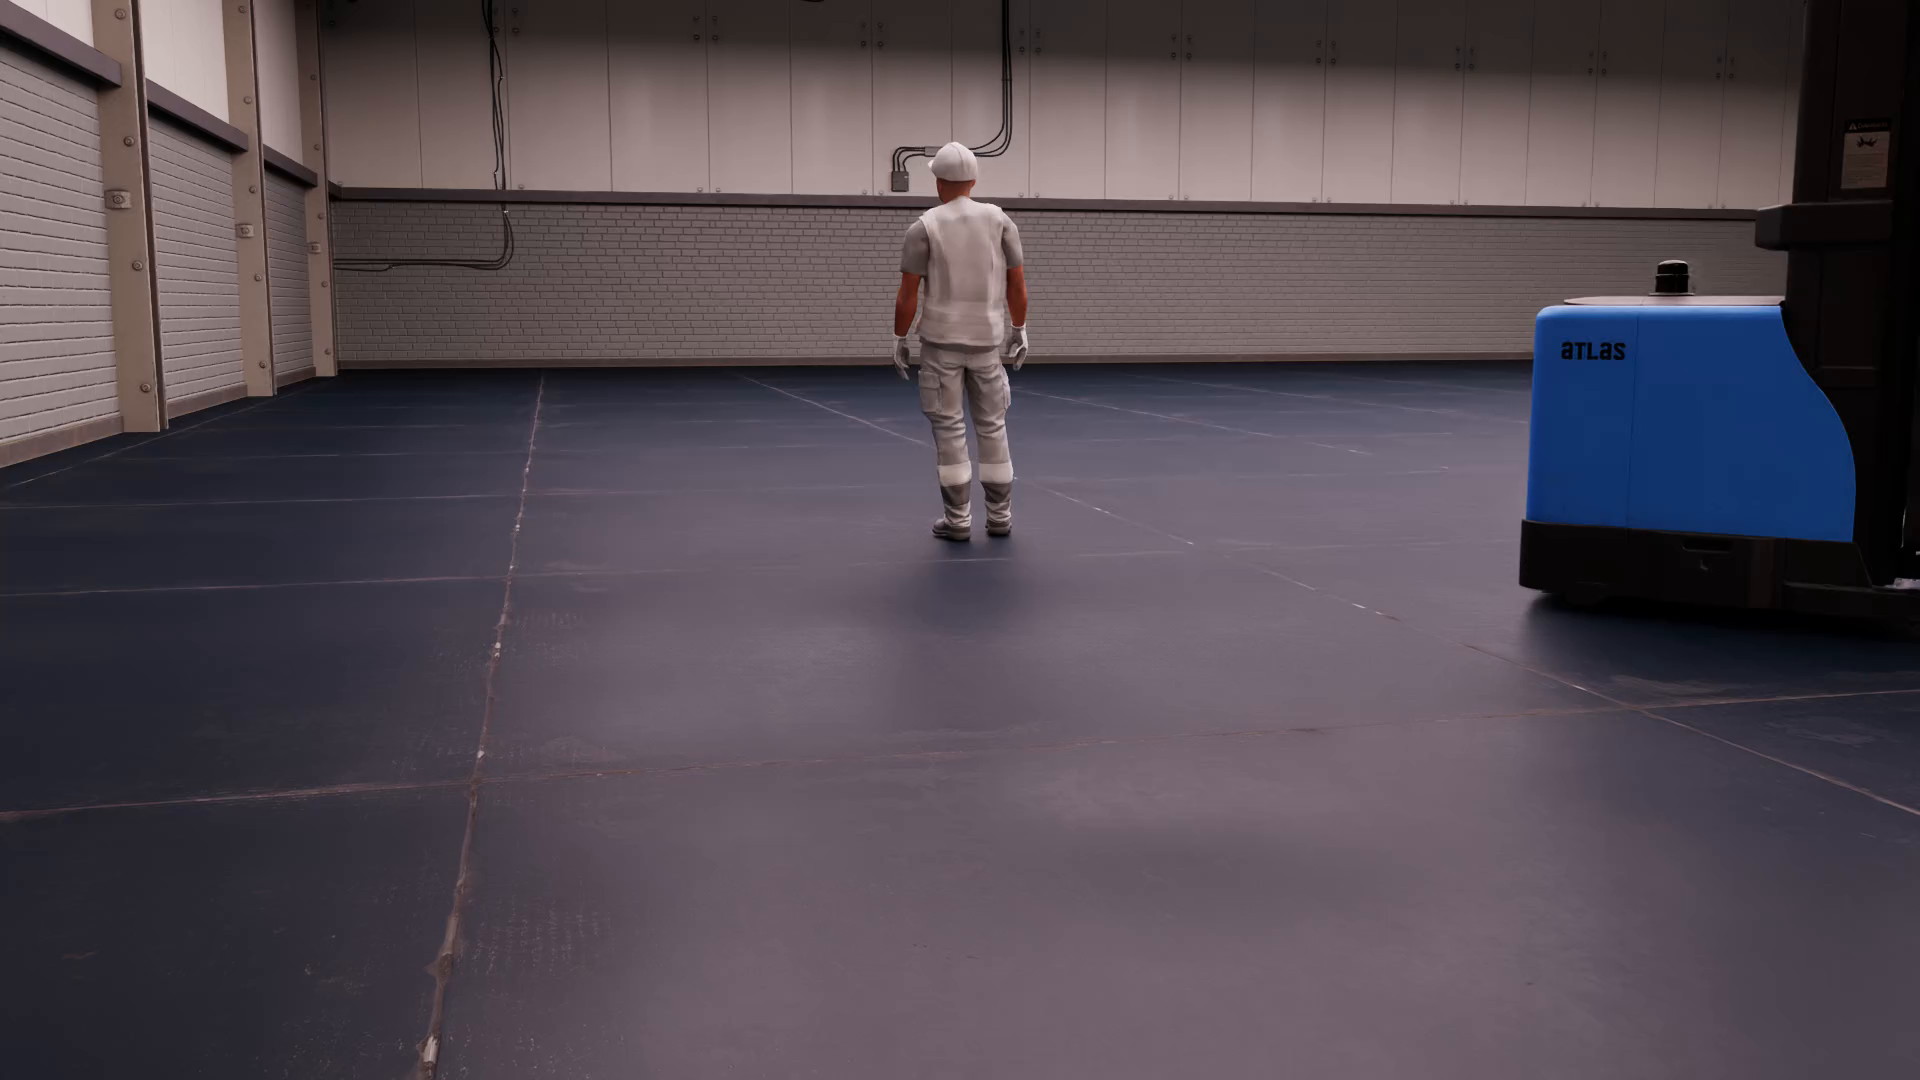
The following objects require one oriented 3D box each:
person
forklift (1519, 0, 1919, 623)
[{"bbox_3d":[-0.007,-0.905,7.663,0.637,1.790,0.562,-2,8,-13],"label":"person"},{"bbox_3d":[3.553,-1.164,5.449,3.031,2.935,1.130,5,9,31],"label":"forklift"}]
